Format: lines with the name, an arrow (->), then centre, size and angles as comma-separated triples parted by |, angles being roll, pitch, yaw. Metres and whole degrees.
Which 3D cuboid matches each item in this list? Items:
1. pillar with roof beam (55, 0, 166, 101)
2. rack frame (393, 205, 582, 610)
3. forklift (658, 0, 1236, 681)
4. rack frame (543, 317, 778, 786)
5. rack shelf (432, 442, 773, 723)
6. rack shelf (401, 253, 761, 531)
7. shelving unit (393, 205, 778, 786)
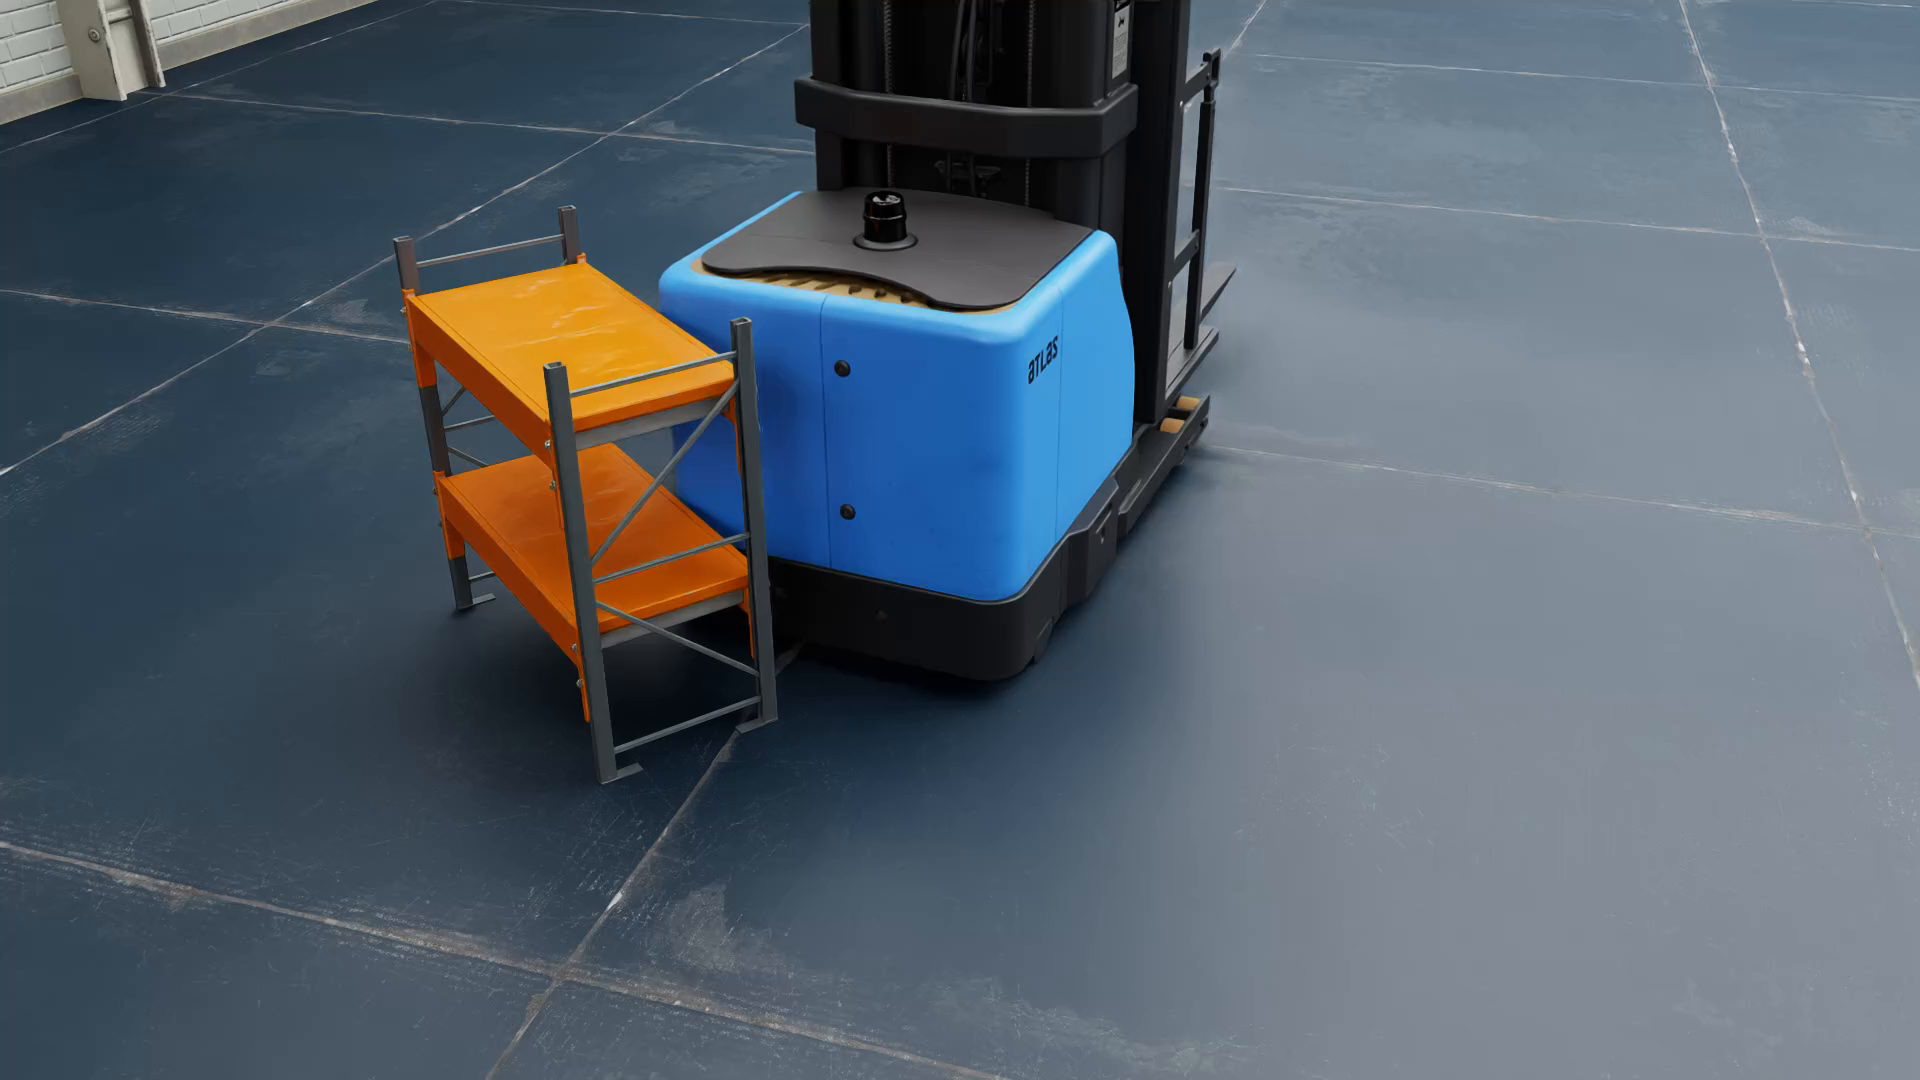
pillar with roof beam -> -1.017, -6.072, 6.909 | 9.100, 9.000, 0.400 | 8, 30, 15
rack frame -> -1.271, -0.360, 4.740 | 0.500, 1.125, 0.032 | -18, 34, -30
forklift -> 0.234, -1.604, 5.118 | 1.130, 2.935, 3.031 | 11, 31, 20
rack frame -> -0.695, 0.047, 4.008 | 0.500, 1.125, 0.032 | -18, 34, -30
rack shelf -> -0.983, 0.057, 4.493 | 0.538, 0.278, 1.000 | -18, 34, -30
rack shelf -> -0.983, -0.412, 4.232 | 0.538, 0.278, 1.000 | -18, 34, -30
shelving unit -> -0.983, -0.157, 4.374 | 0.538, 1.125, 1.048 | -18, 34, -30
